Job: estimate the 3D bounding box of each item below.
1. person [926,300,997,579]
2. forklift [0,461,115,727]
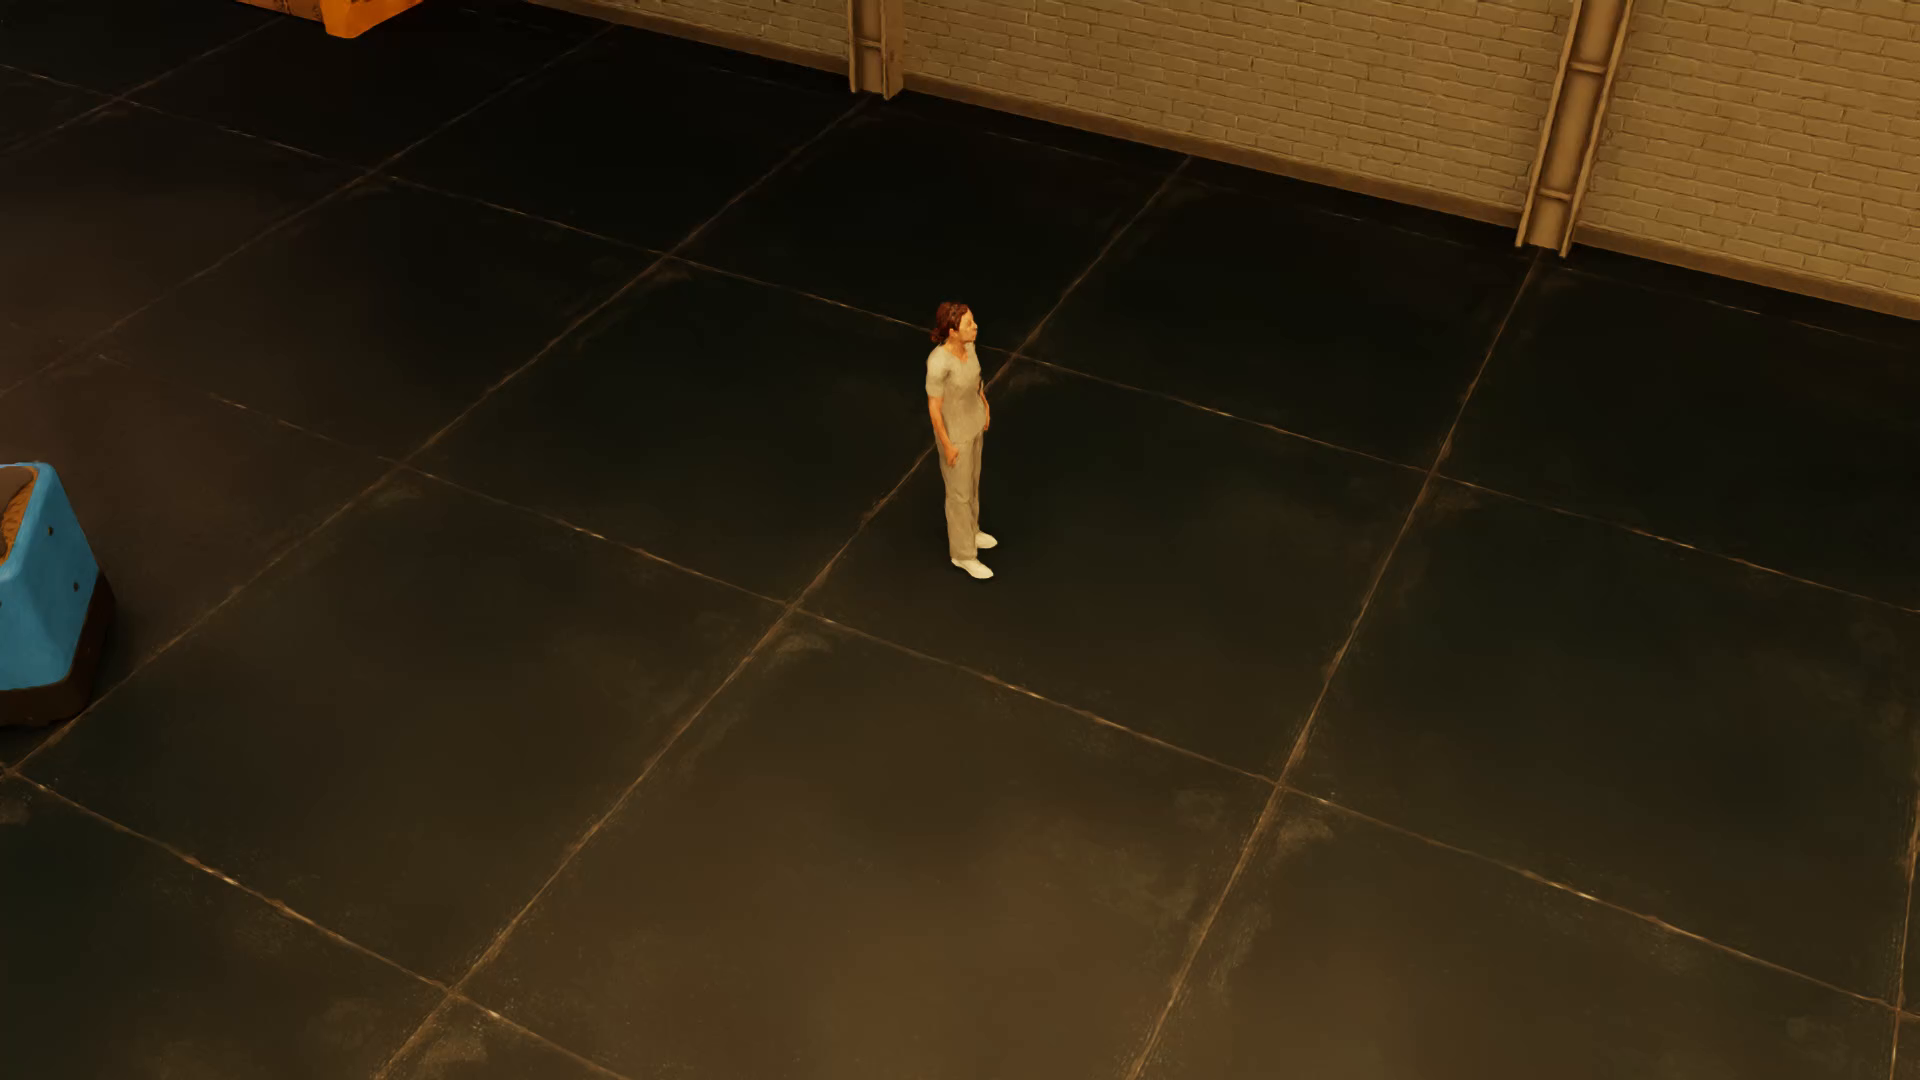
[{"bbox_3d":[0.060,-0.617,9.682,0.548,1.674,0.550,18,43,21],"label":"person"},{"bbox_3d":[-6.346,-0.253,8.287,3.031,2.935,1.130,-7,41,-9],"label":"forklift"}]
